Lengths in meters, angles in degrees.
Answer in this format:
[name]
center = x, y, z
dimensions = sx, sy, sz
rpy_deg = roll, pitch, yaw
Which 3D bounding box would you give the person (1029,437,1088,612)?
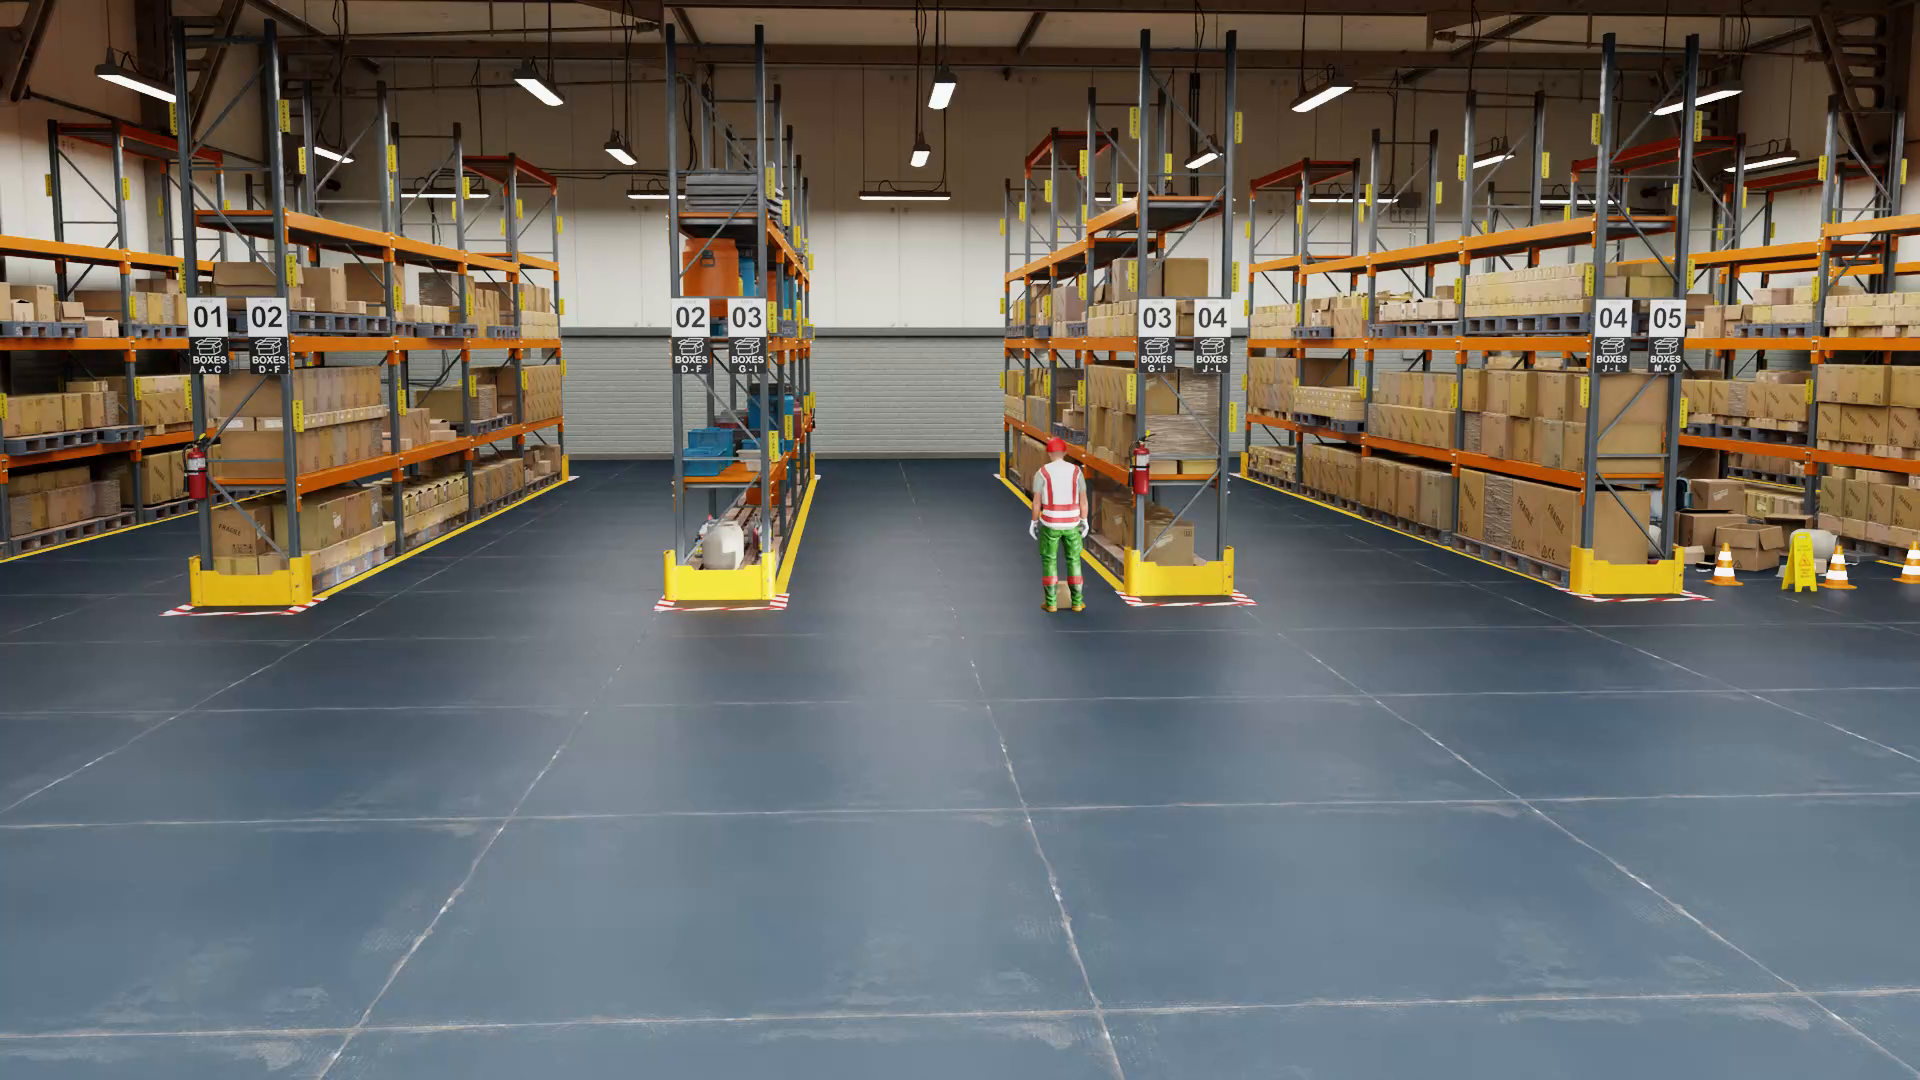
[person]
center = 1.016, -0.162, 17.041
dimensions = 0.618, 1.779, 0.451
rpy_deg = -1, 7, -7
